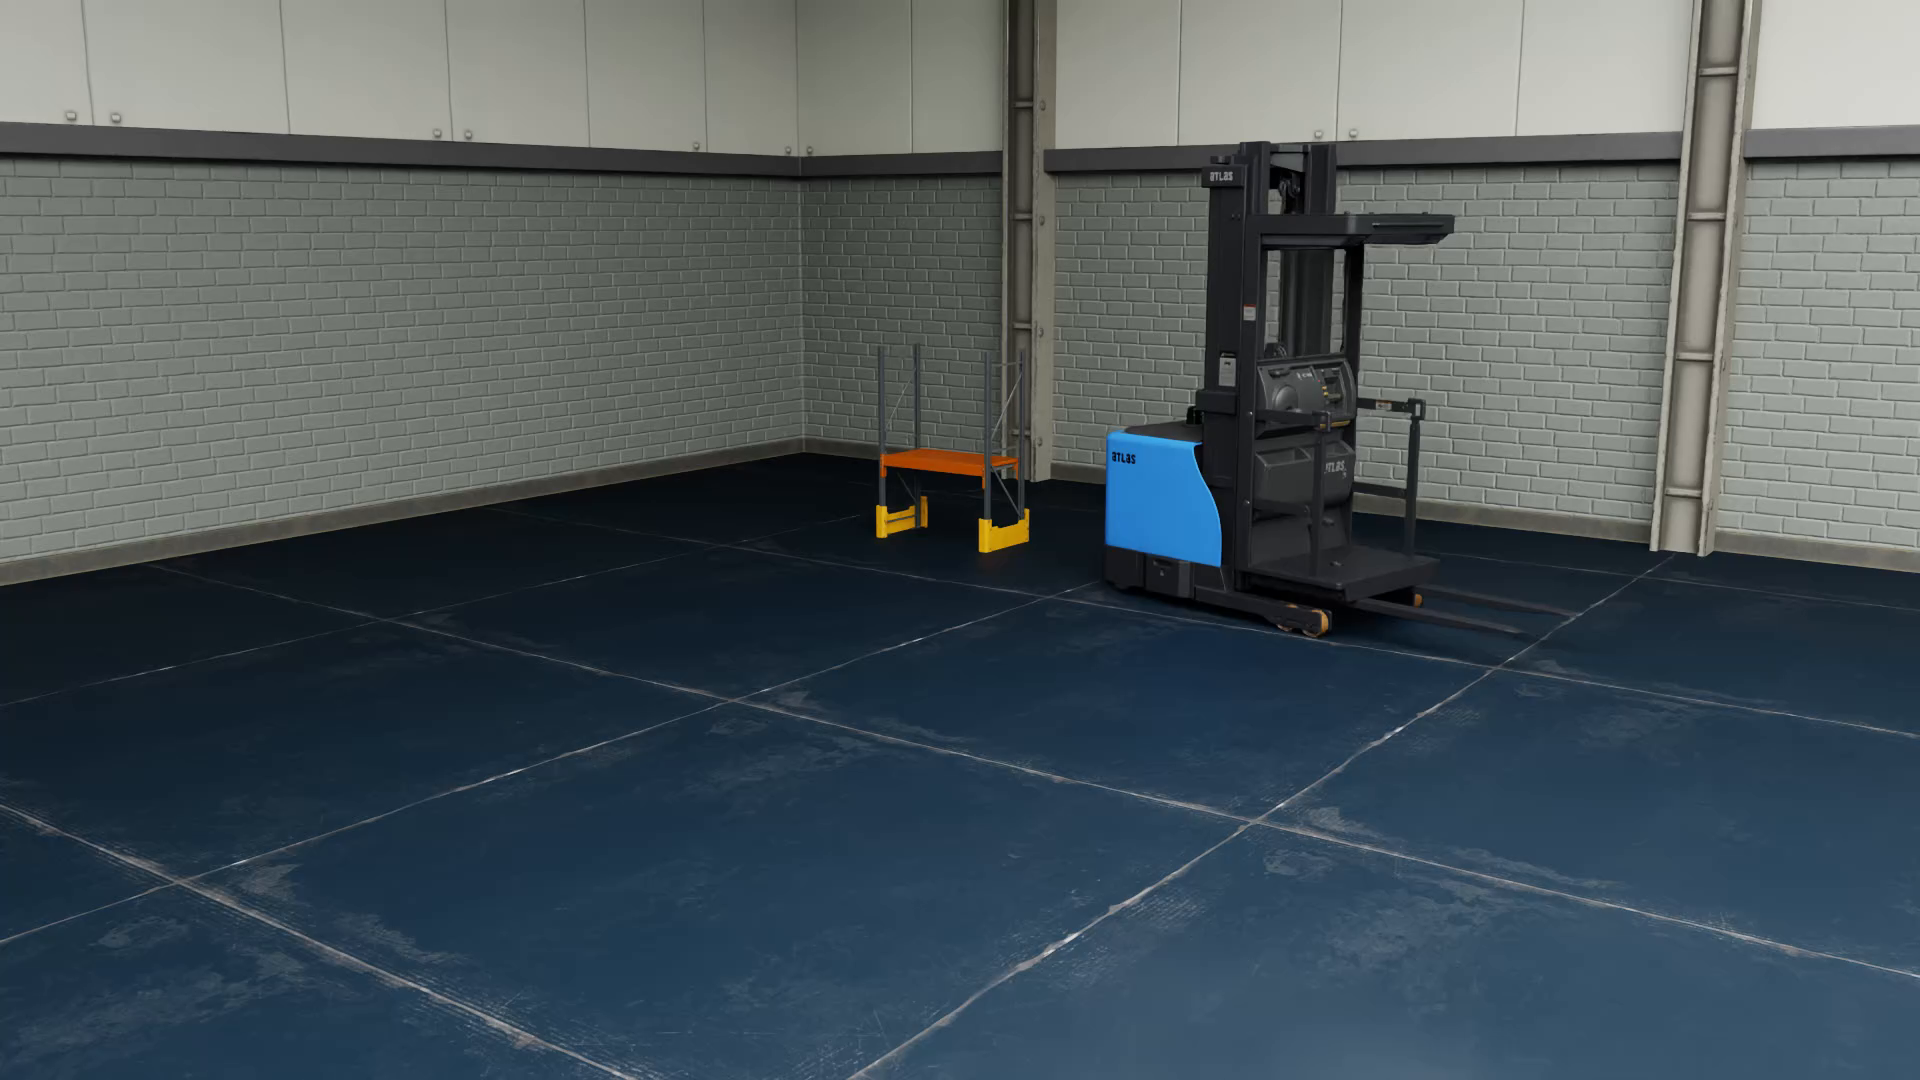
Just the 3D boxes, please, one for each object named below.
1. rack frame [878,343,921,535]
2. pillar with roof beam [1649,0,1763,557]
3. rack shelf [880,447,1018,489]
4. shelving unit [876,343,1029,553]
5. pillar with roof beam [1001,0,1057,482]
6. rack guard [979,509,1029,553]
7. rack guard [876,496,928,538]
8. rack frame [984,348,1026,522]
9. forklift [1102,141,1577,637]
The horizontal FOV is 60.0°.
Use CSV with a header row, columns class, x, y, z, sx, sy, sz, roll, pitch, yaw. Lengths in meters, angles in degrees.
class,x,y,z,sx,sy,sz,roll,pitch,yaw
rack frame,-0.478,-0.803,13.232,0.032,1.500,0.500,8,13,36
pillar with roof beam,2.932,-3.681,8.365,0.400,9.000,9.100,8,13,36
rack shelf,-0.069,-0.569,12.971,1.000,0.185,0.538,8,13,36
shelving unit,-0.061,-0.745,12.932,1.083,1.500,0.587,8,13,36
pillar with roof beam,-1.904,-4.356,11.852,0.400,9.000,9.100,8,13,36
rack guard,0.340,-0.075,12.761,0.087,0.250,0.587,8,13,36
rack guard,-0.463,-0.187,13.340,0.087,0.250,0.587,8,13,36
rack frame,0.341,-0.689,12.641,0.032,1.500,0.500,8,13,36
forklift,2.322,-0.964,10.295,1.130,2.935,3.031,-10,15,-41
